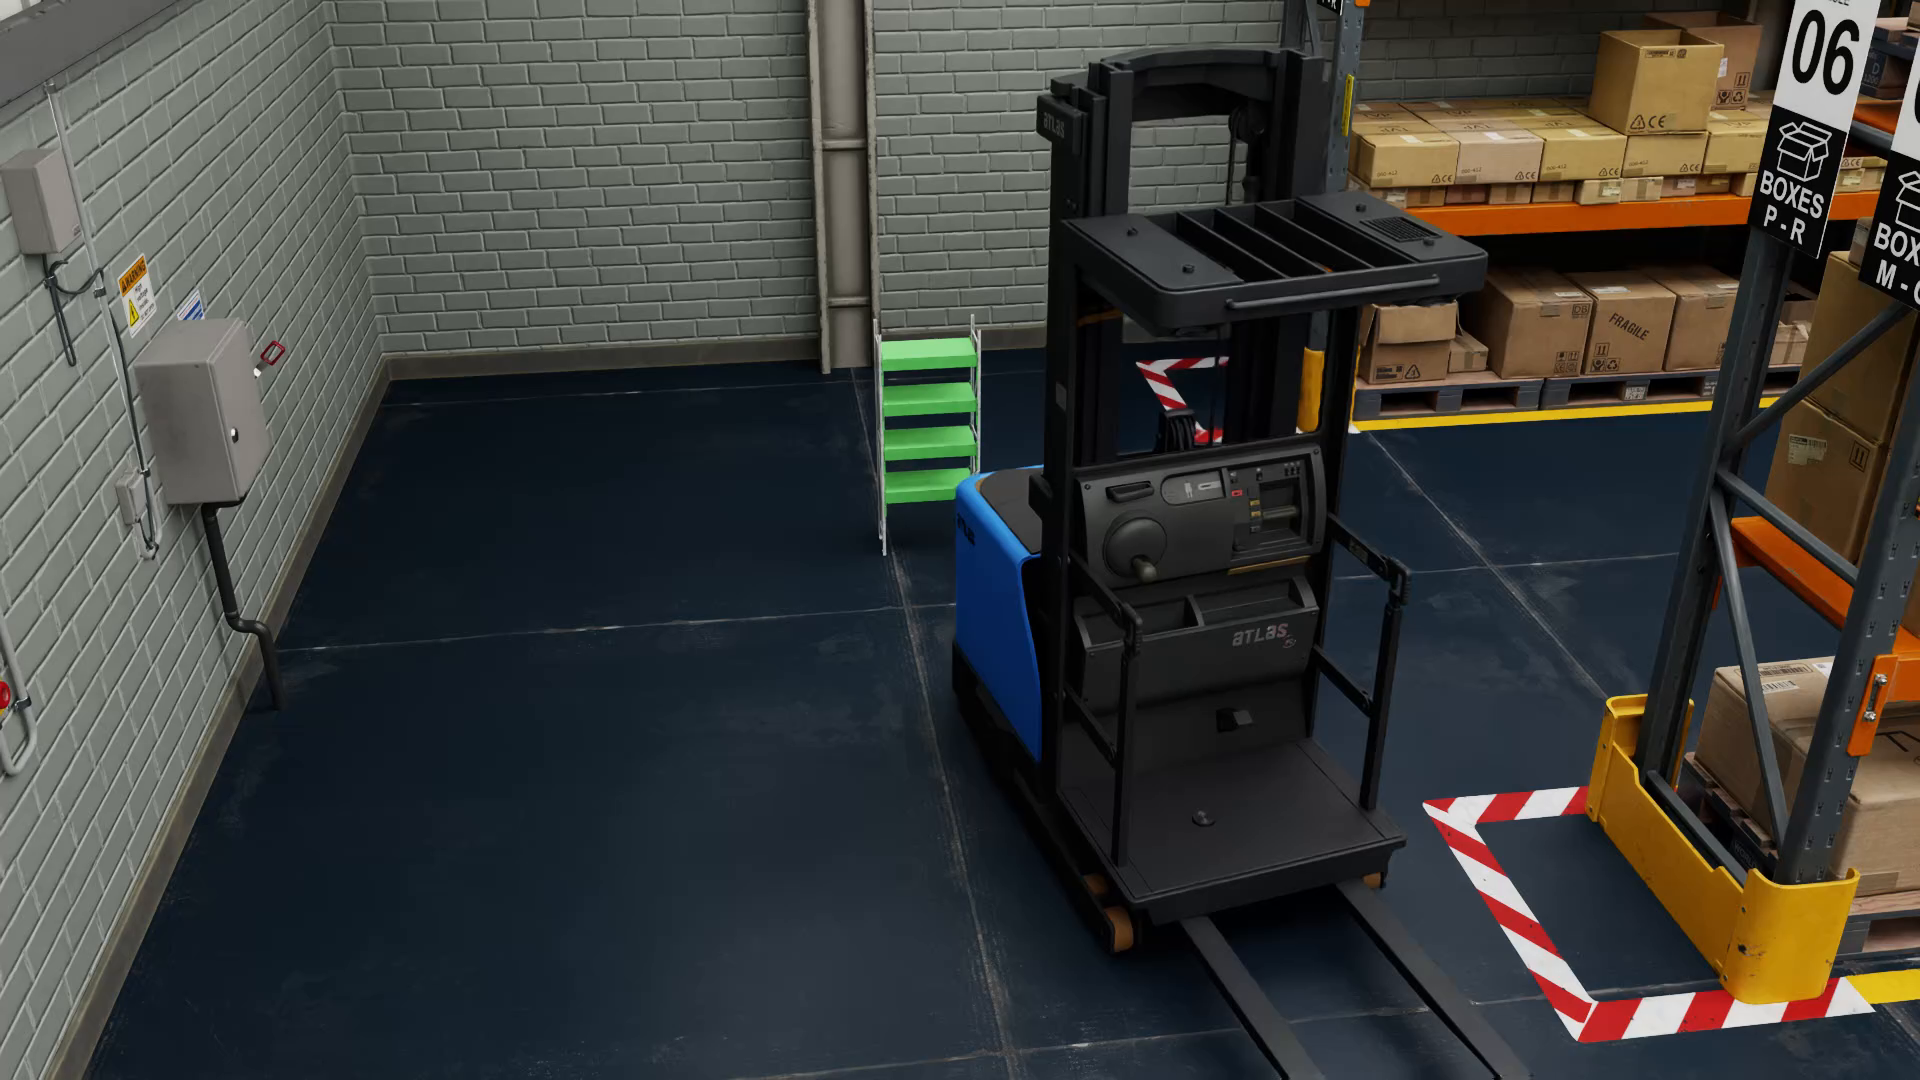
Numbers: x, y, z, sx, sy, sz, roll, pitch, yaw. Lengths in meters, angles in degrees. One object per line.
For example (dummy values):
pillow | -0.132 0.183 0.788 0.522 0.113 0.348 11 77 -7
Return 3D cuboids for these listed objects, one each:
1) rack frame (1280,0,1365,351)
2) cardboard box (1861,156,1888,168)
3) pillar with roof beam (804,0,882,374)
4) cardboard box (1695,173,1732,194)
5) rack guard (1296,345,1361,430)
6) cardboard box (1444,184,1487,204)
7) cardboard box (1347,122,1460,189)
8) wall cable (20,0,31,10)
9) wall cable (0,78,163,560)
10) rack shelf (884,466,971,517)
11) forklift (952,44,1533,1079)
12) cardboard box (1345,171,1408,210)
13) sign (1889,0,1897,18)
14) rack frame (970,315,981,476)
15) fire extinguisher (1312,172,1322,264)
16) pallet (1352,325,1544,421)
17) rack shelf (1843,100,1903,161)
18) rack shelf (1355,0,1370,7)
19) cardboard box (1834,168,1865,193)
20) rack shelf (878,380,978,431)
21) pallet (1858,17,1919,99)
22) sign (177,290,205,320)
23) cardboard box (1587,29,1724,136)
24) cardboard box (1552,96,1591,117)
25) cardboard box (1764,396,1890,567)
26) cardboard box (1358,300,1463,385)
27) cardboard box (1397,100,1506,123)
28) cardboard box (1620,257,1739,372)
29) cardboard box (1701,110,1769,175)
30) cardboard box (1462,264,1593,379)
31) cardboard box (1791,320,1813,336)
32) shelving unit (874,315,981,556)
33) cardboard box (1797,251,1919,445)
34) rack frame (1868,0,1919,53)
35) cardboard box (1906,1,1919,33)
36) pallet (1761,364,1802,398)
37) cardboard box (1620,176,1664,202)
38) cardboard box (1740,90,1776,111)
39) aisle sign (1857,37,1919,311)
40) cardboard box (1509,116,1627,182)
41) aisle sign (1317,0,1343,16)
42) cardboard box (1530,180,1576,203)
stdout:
rack frame | 2.067 -2.268 9.884 0.127 3.000 1.000 -4 27 -7
cardboard box | 5.557 -2.445 10.068 0.500 0.250 0.500 -3 27 -6
pillar with roof beam | -0.129 -3.227 5.181 0.400 9.000 9.100 -4 27 -7
cardboard box | 4.455 -2.223 10.072 0.250 0.149 0.380 -3 27 -6
rack guard | 2.142 -1.160 10.464 0.348 0.500 1.175 -4 27 -7
cardboard box | 2.931 -2.122 9.876 0.250 0.149 0.380 -4 27 -8
cardboard box | 2.554 -2.240 9.669 0.500 0.250 0.500 -4 27 -7
wall cable | -2.934 -2.544 3.851 0.029 3.000 2.355 -4 27 -7
wall cable | -3.028 -0.747 5.808 0.122 1.984 0.588 -4 27 -7
rack shelf | -0.164 -0.253 8.594 0.480 0.148 0.258 -4 27 -7
forklift | 0.930 -0.051 5.640 1.130 2.935 3.031 -9 29 -17
cardboard box | 2.431 -2.053 9.740 0.250 0.149 0.380 -4 27 -8
sign | 5.947 -3.288 10.604 0.005 0.325 0.100 -4 27 -7
rack frame | 0.078 -0.539 8.486 0.015 1.200 0.240 -4 27 -7
fire extinguisher | 1.986 -1.849 9.561 0.183 0.674 0.296 -4 27 -7
pallet | 2.931 -1.083 10.630 1.213 0.211 1.003 -4 27 -7
rack shelf | 4.743 -1.166 5.238 4.000 0.370 1.077 -4 27 -7
rack shelf | 4.047 -3.409 9.611 4.000 0.370 1.077 -4 27 -7
cardboard box | 5.238 -2.222 10.070 0.250 0.149 0.380 -3 27 -6
rack shelf | -0.164 -0.680 8.375 0.480 0.148 0.258 -4 27 -7
pallet | 3.495 -1.371 4.948 1.213 0.211 1.003 -4 27 -7
sign | -3.241 -0.782 7.092 0.001 0.494 0.329 -4 27 -7
cardboard box | 4.039 -2.670 9.684 0.500 0.500 0.500 -3 27 -6
cardboard box | 4.005 -2.577 10.326 0.500 0.250 0.500 -4 27 -7
cardboard box | 3.203 -0.219 5.781 0.500 0.500 0.500 -4 27 -7
cardboard box | 2.686 -1.340 10.350 0.637 0.503 0.797 -5 28 -9
cardboard box | 2.996 -2.515 10.204 0.500 0.250 0.500 -4 27 -7
cardboard box | 4.566 -1.441 10.551 0.500 0.500 0.700 -5 28 -9
cardboard box | 4.568 -2.381 9.943 0.500 0.250 0.500 -4 27 -7
cardboard box | 3.538 -1.375 10.423 0.500 0.500 0.700 -3 27 -5
cardboard box | 5.517 -1.272 10.607 0.250 0.149 0.380 -4 28 -9
shelving unit | -0.164 -0.523 8.456 0.503 1.200 0.258 -4 27 -7
cardboard box | 3.206 -0.652 5.530 0.500 0.500 0.500 -3 27 -5
rack frame | 2.762 -2.693 4.142 0.127 3.000 1.000 -4 27 -7
cardboard box | 3.195 -1.593 4.877 0.500 0.250 0.500 -6 28 -12
pallet | 5.348 -1.238 10.932 1.213 0.211 1.003 -4 27 -7
cardboard box | 3.971 -2.138 9.907 0.250 0.149 0.380 -3 27 -6
cardboard box | 5.004 -2.643 10.454 0.500 0.250 0.500 -4 27 -8
aisle sign | 2.731 -1.045 4.653 0.004 0.787 0.394 -4 27 -7
cardboard box | 3.554 -2.306 9.797 0.500 0.250 0.500 -4 27 -8
aisle sign | 2.040 -3.287 9.023 0.004 0.787 0.394 -4 27 -7
cardboard box | 3.452 -2.130 9.891 0.250 0.149 0.380 -3 27 -6
